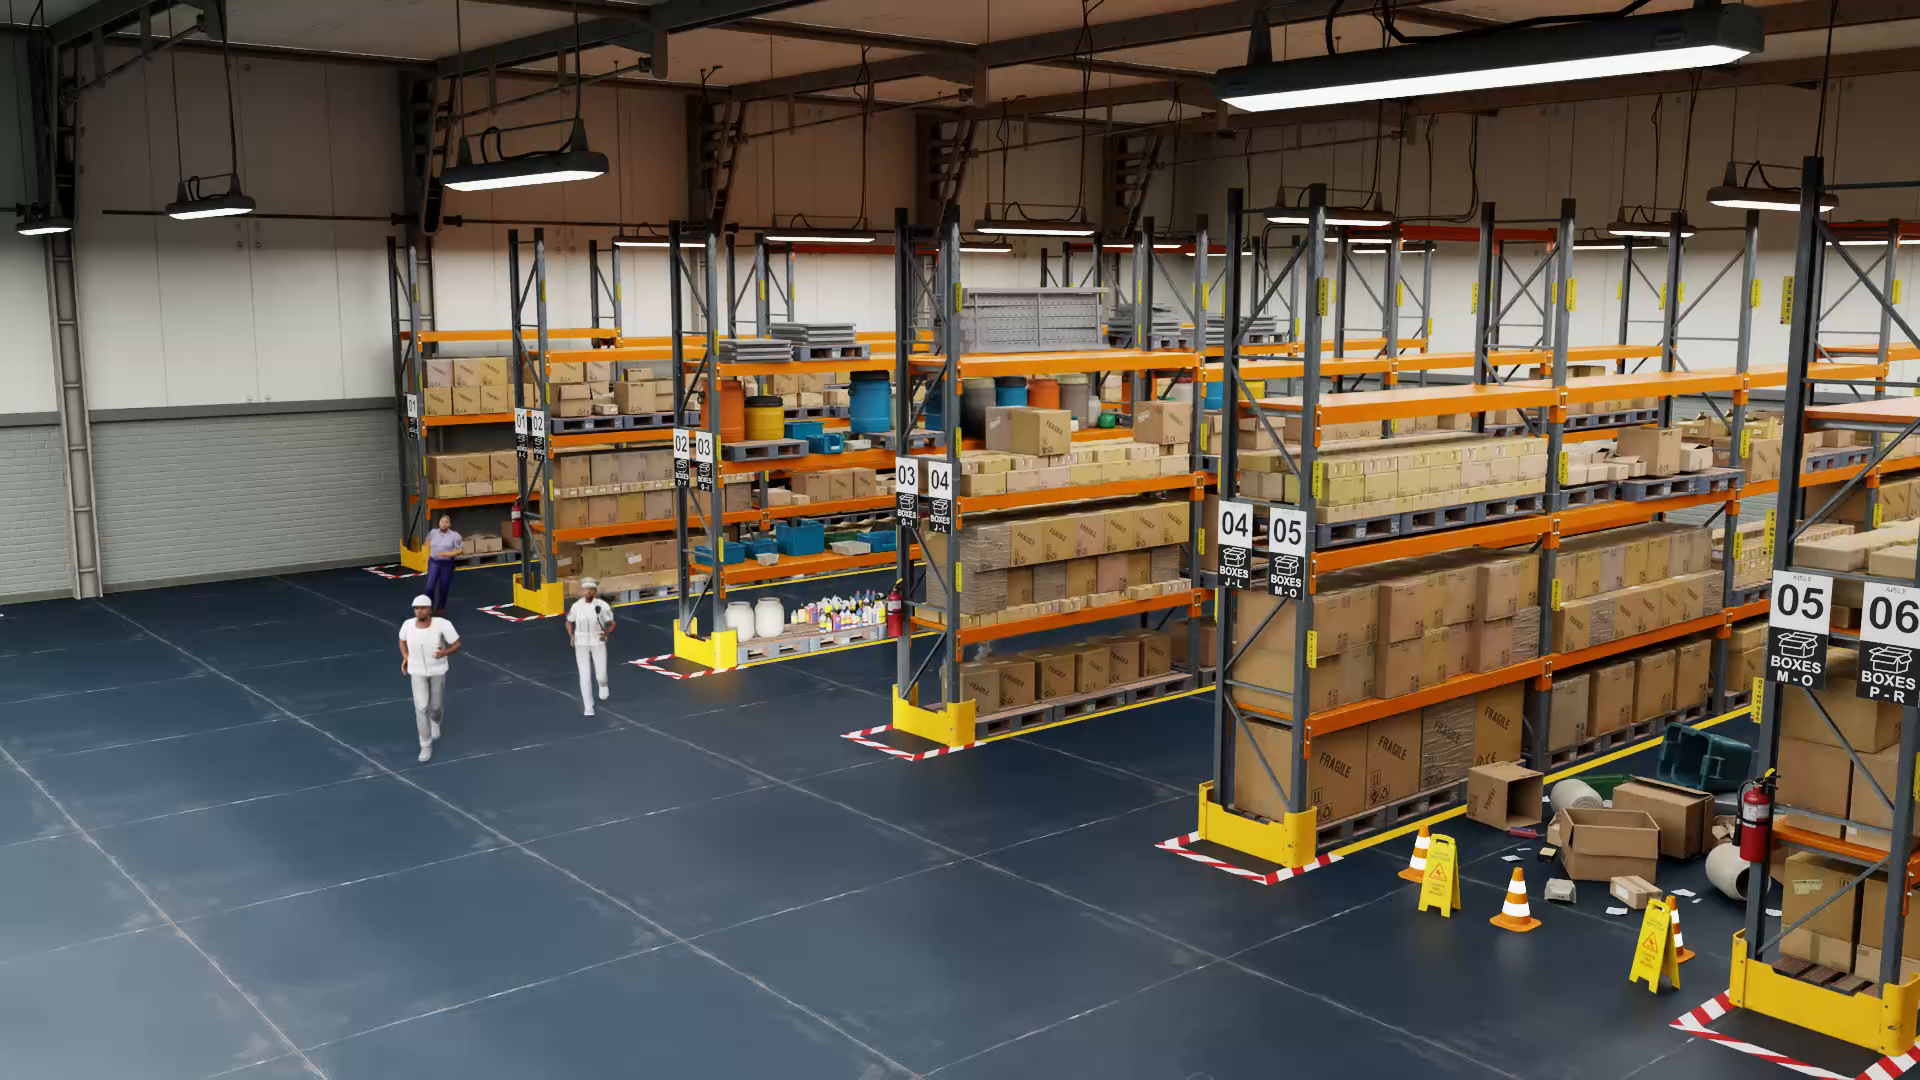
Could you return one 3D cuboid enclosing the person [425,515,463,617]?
[{"bbox_3d":[-8.023,0.420,25.789,0.651,1.646,0.664,-1,9,-10],"label":"person"}]

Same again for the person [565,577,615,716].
[{"bbox_3d":[-4.486,1.261,20.190,0.607,1.660,0.678,-1,9,-7],"label":"person"}]

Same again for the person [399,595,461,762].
[{"bbox_3d":[-5.867,1.476,18.413,0.682,1.780,0.915,-2,9,-11],"label":"person"}]

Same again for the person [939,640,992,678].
[{"bbox_3d":[0.044,0.779,21.253,0.917,1.863,0.674,-6,11,-35],"label":"person"}]
